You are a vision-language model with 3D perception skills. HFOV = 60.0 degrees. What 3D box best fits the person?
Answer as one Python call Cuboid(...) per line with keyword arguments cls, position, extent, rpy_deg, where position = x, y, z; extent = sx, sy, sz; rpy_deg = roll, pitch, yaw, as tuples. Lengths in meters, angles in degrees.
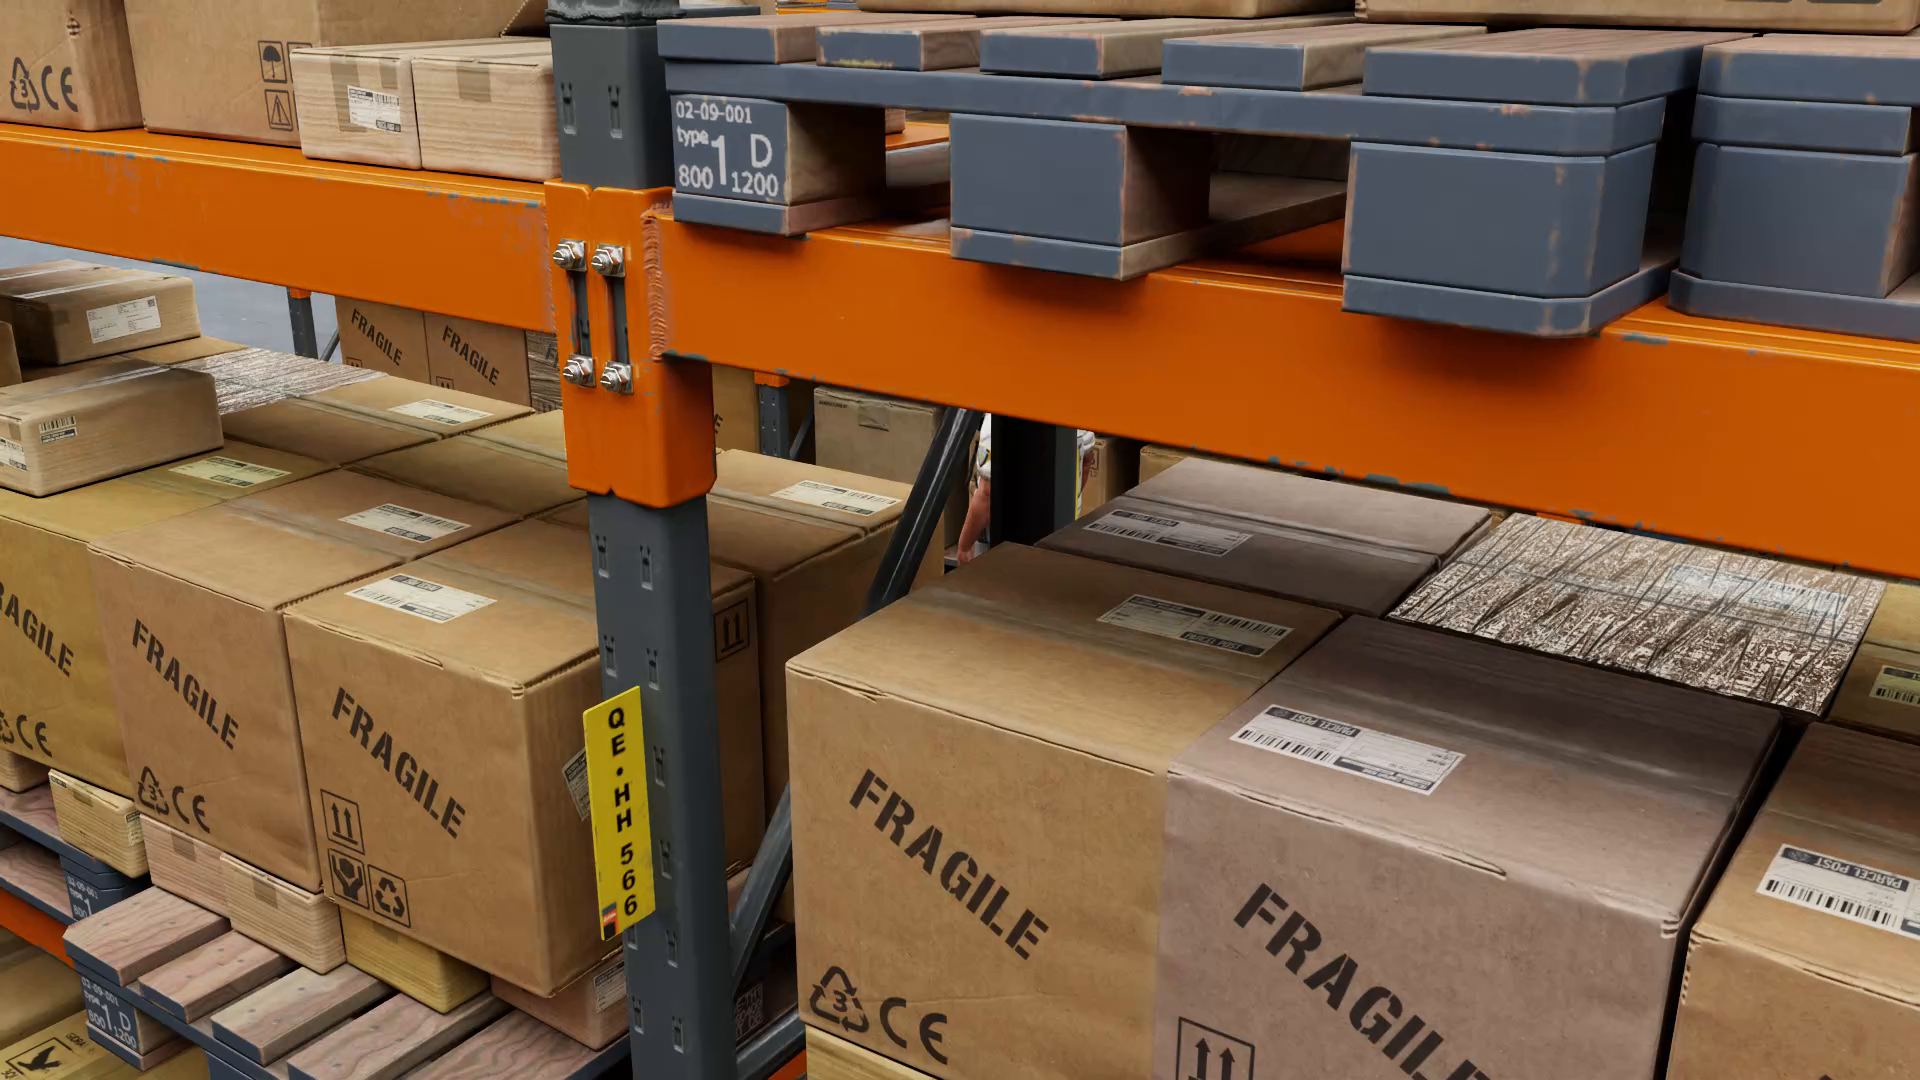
Cuboid(cls="person", position=(0.199, -0.060, 6.657), extent=(0.641, 1.781, 0.573), rpy_deg=(-18, 26, -40))
